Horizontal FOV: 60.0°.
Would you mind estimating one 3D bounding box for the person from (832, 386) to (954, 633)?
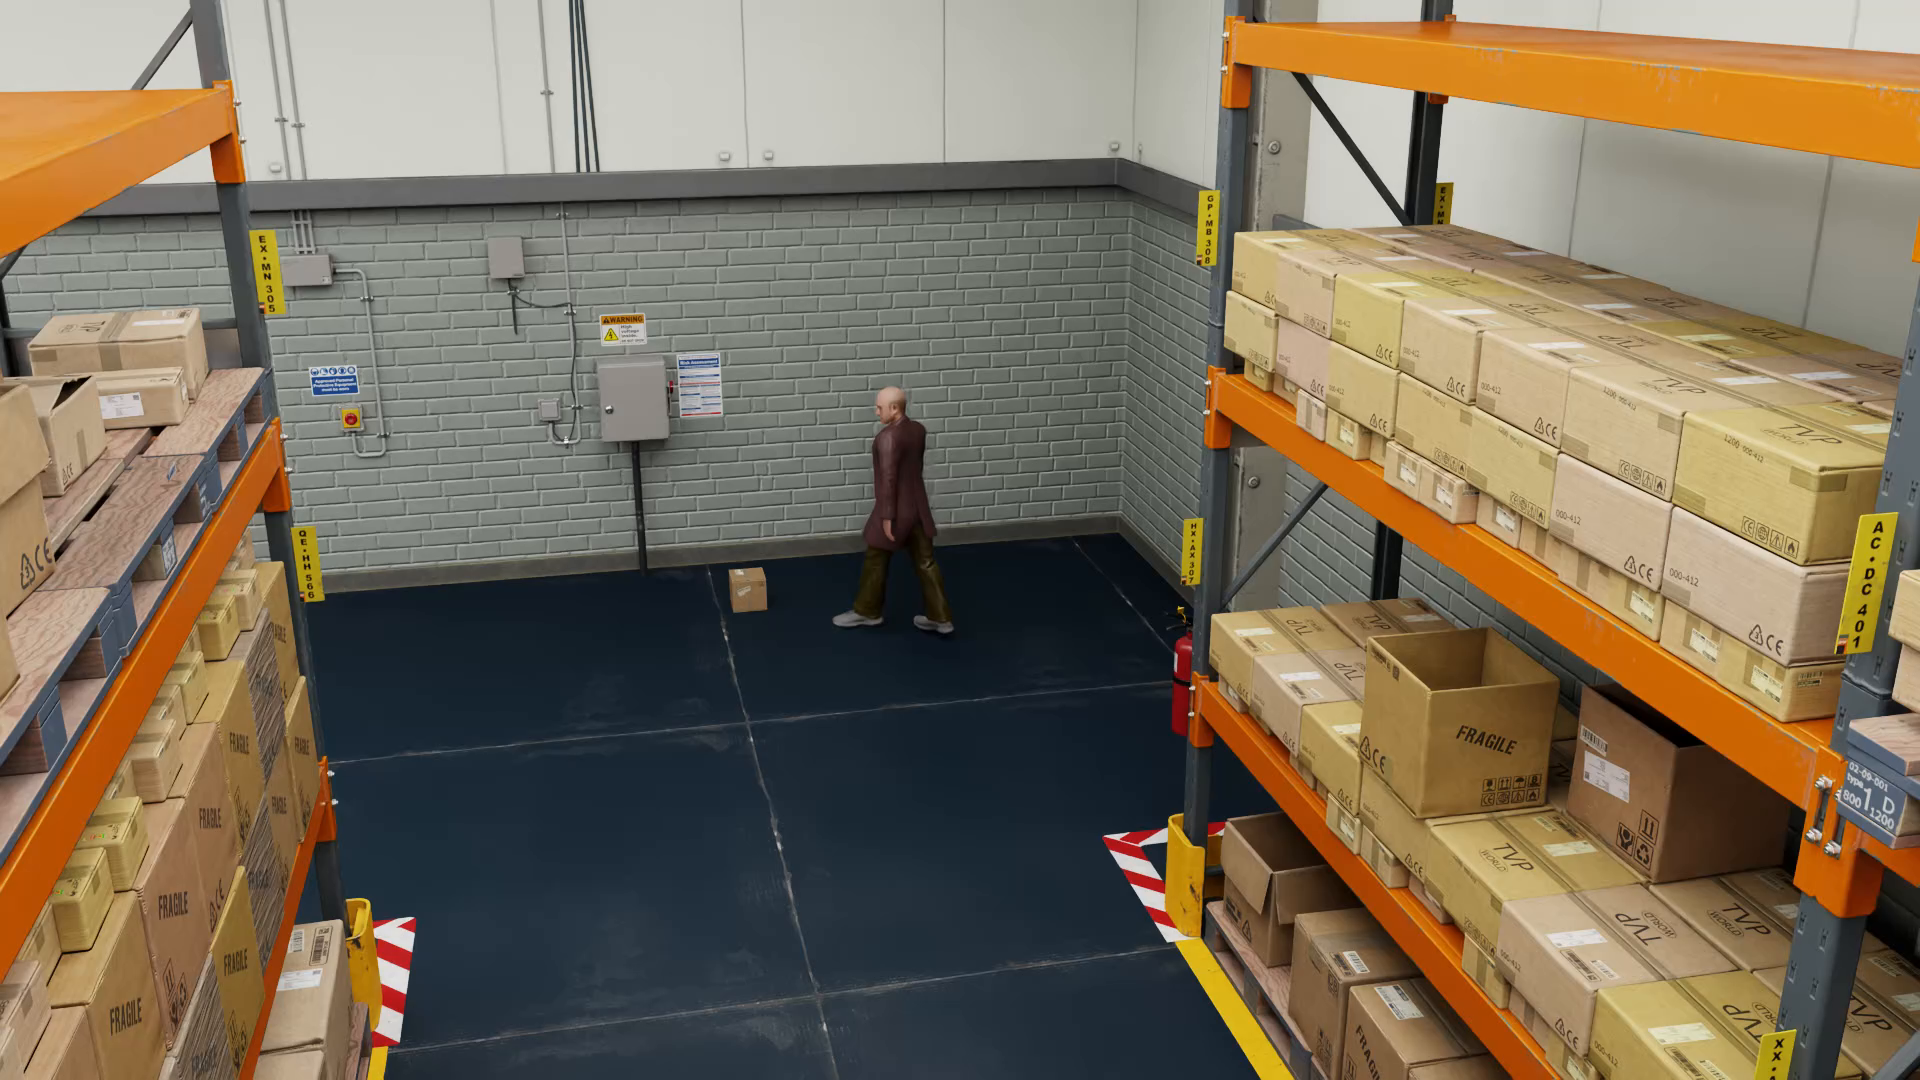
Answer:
[{"bbox_3d":[-0.429,-0.203,11.647,0.901,1.766,0.601,13,23,33],"label":"person"}]
